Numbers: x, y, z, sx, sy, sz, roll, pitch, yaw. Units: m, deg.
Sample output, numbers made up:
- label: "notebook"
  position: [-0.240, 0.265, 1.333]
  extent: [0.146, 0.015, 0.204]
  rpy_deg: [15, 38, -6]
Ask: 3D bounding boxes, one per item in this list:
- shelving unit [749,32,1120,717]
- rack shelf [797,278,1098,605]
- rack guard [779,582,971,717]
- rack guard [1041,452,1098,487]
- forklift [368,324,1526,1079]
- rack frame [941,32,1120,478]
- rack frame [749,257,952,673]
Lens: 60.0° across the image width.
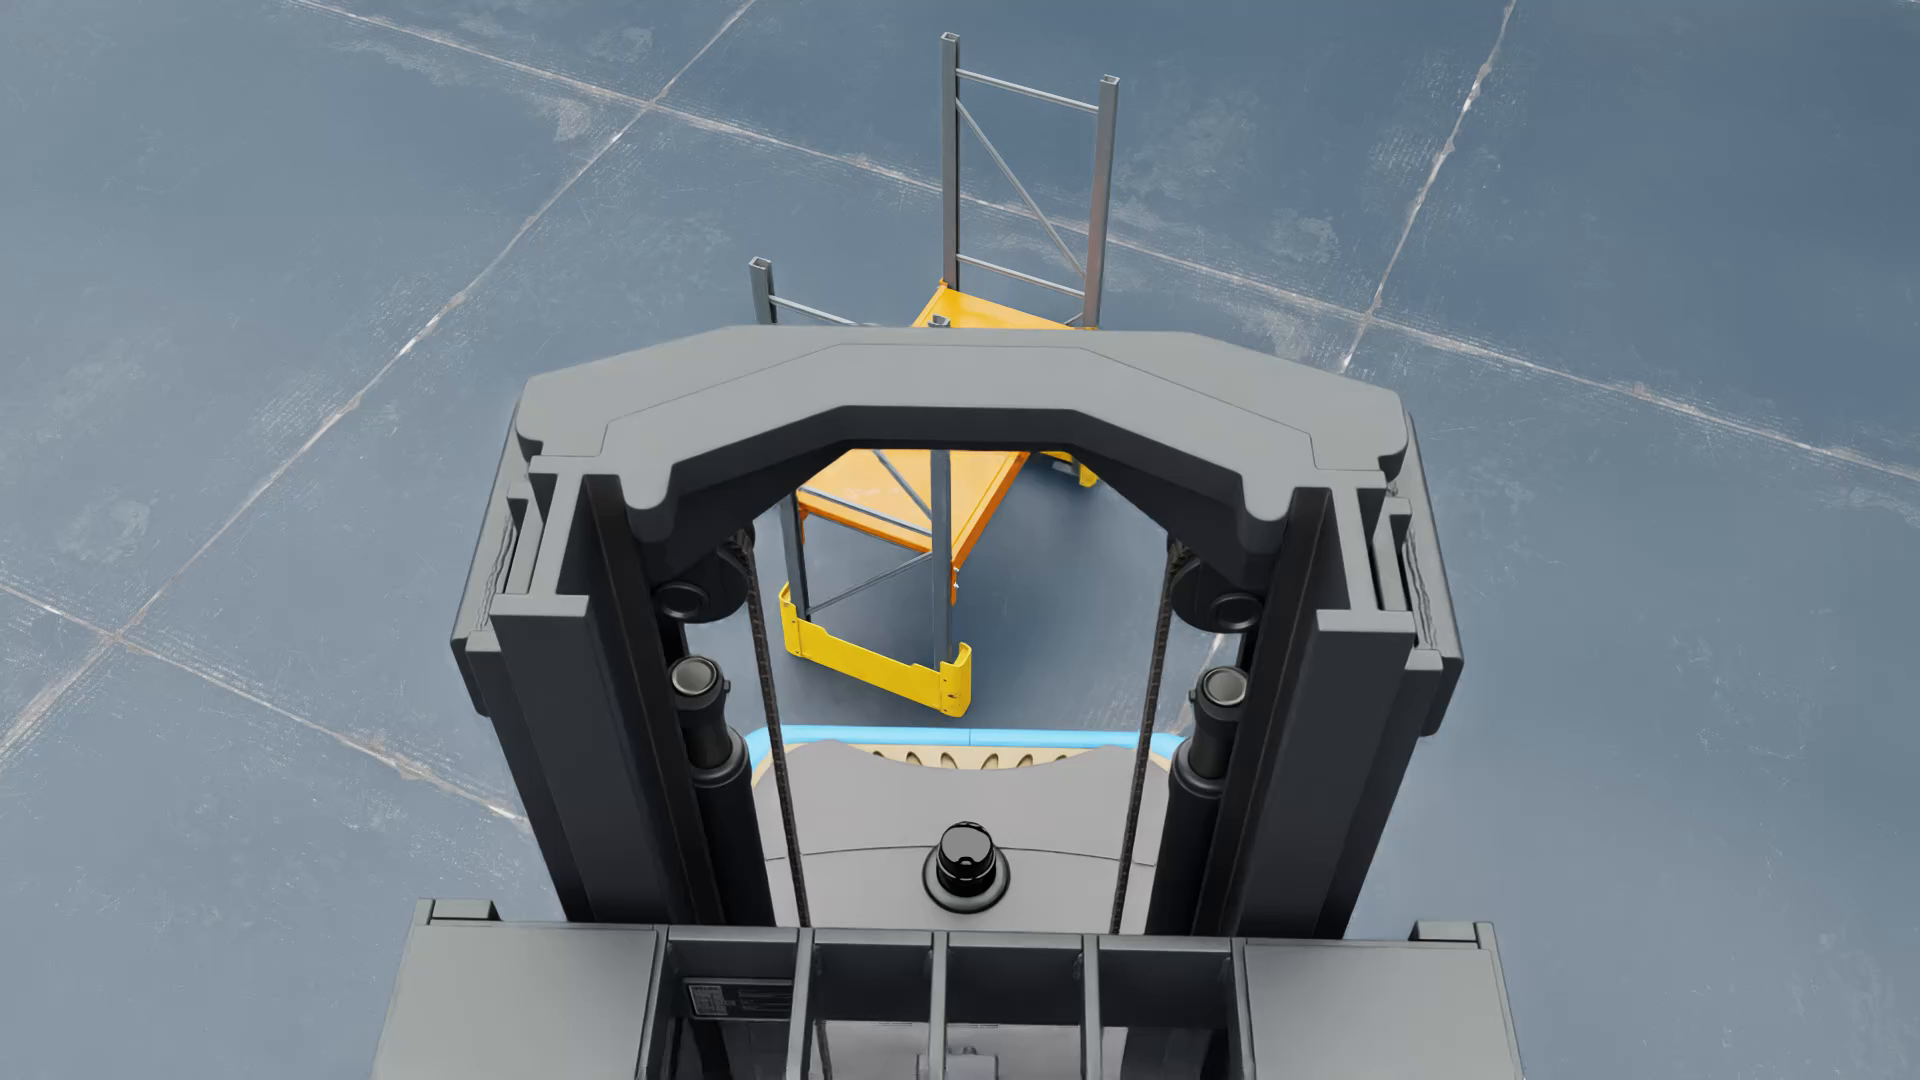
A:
- label: "shelving unit"
  position: [-0.033, -0.434, 4.634]
  extent: [0.587, 1.500, 1.083]
  rpy_deg: [20, 52, 16]
- label: "rack shelf"
  position: [-0.036, -0.311, 4.766]
  extent: [0.538, 0.185, 1.000]
  rpy_deg: [20, 52, 16]
- label: "rack guard"
  position: [-0.245, 0.314, 4.818]
  extent: [0.587, 0.250, 0.087]
  rpy_deg: [20, 52, 16]
- label: "rack guard"
  position: [0.180, -0.371, 5.402]
  extent: [0.587, 0.250, 0.087]
  rpy_deg: [20, 52, 16]
- label: "forklift"
  position: [-0.015, 1.269, 2.245]
  extent: [1.130, 2.935, 3.031]
  rpy_deg: [1, 50, 1]
- label: "rack frame"
  position: [0.181, -0.777, 4.927]
  extent: [0.500, 1.500, 0.032]
  rpy_deg: [20, 52, 16]
- label: "rack frame"
  position: [-0.254, -0.077, 4.331]
  extent: [0.500, 1.500, 0.032]
  rpy_deg: [20, 52, 16]
